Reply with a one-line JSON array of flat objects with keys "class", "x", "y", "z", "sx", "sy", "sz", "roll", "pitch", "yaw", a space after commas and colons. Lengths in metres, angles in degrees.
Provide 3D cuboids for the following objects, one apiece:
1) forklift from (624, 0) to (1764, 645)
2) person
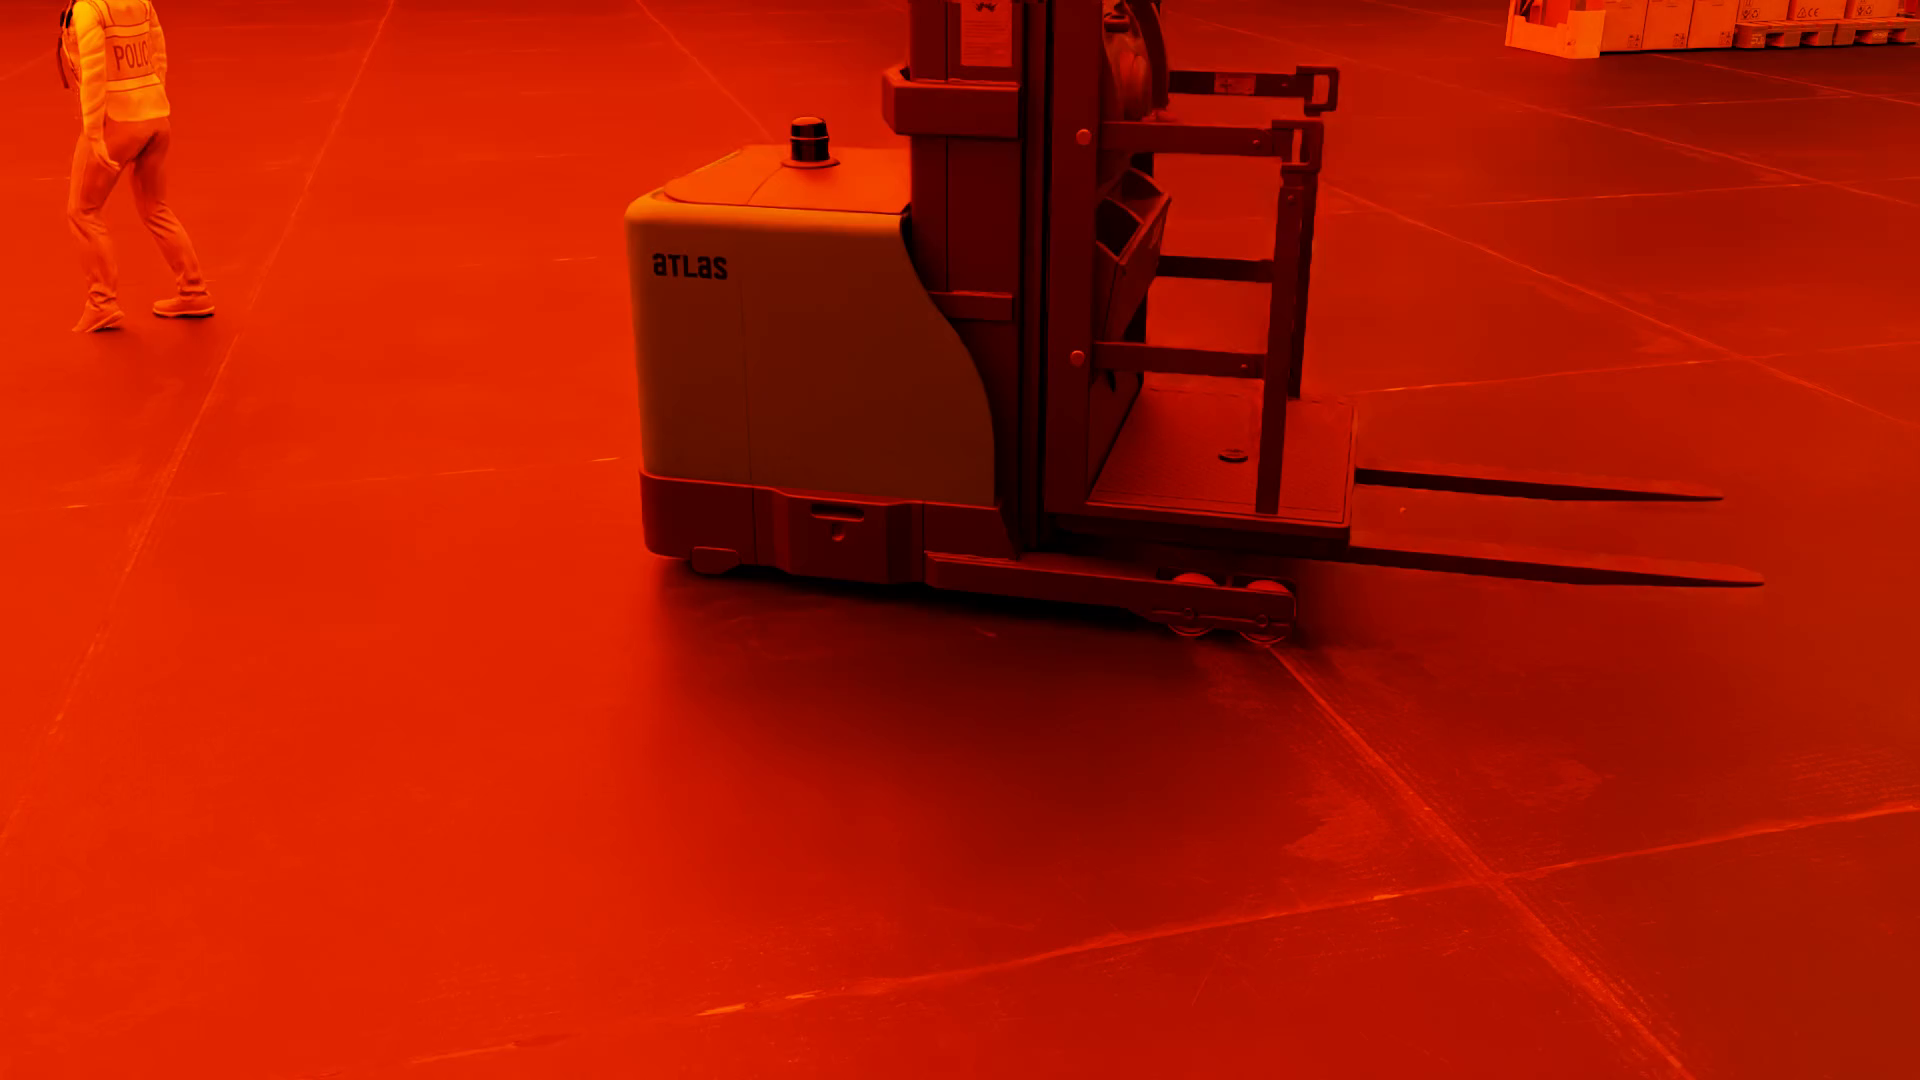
[{"class": "forklift", "x": 0.654, "y": -1.302, "z": 4.369, "sx": 3.031, "sy": 2.935, "sz": 1.130, "roll": 6, "pitch": 24, "yaw": 13}, {"class": "person", "x": -3.587, "y": -1.720, "z": 7.065, "sx": 0.519, "sy": 1.721, "sz": 0.582, "roll": 4, "pitch": 23, "yaw": 9}]
